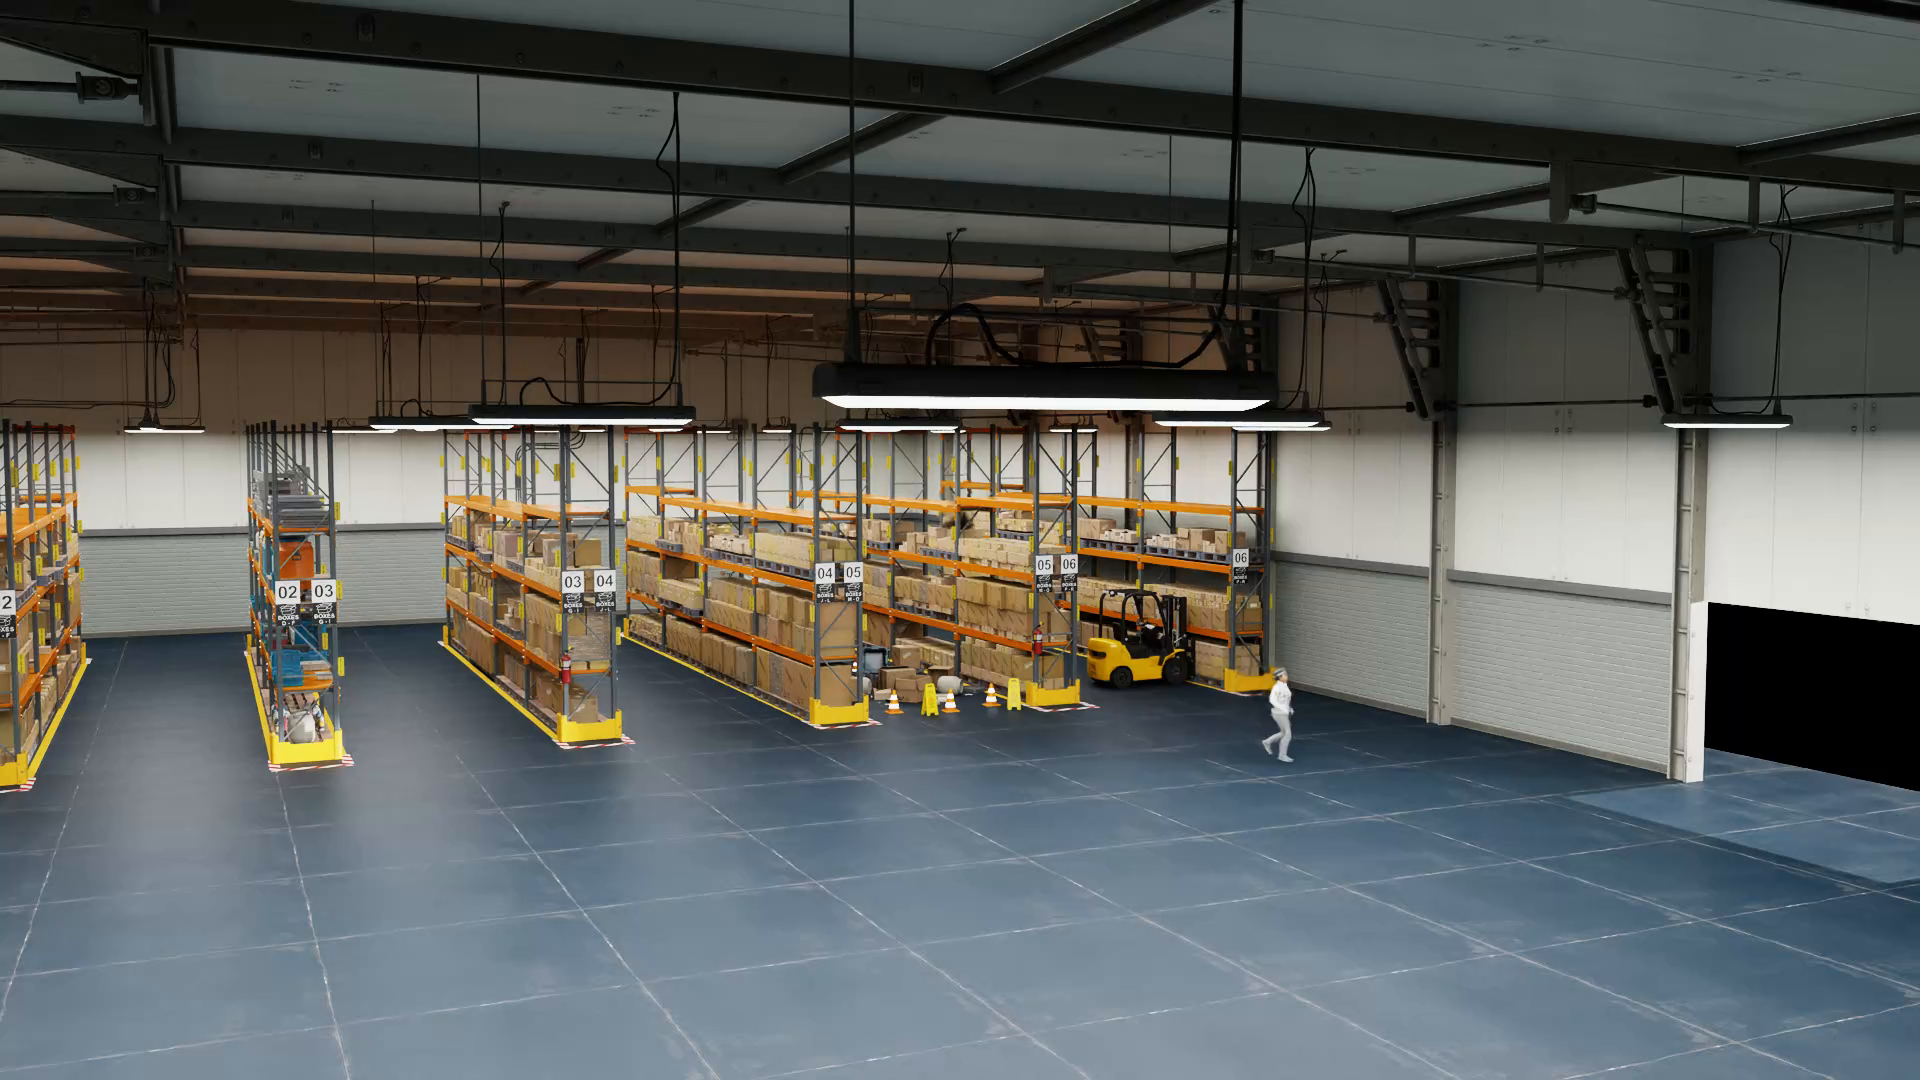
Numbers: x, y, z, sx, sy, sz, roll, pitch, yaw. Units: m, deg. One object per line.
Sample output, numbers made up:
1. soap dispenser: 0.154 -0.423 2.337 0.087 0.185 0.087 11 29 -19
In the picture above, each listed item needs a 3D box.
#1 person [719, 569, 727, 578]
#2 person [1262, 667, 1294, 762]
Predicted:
1. person: -7.153 1.742 49.778 0.705 1.786 0.630 -2 4 -28
2. person: 5.594 3.062 29.300 0.586 1.673 0.628 2 4 24
